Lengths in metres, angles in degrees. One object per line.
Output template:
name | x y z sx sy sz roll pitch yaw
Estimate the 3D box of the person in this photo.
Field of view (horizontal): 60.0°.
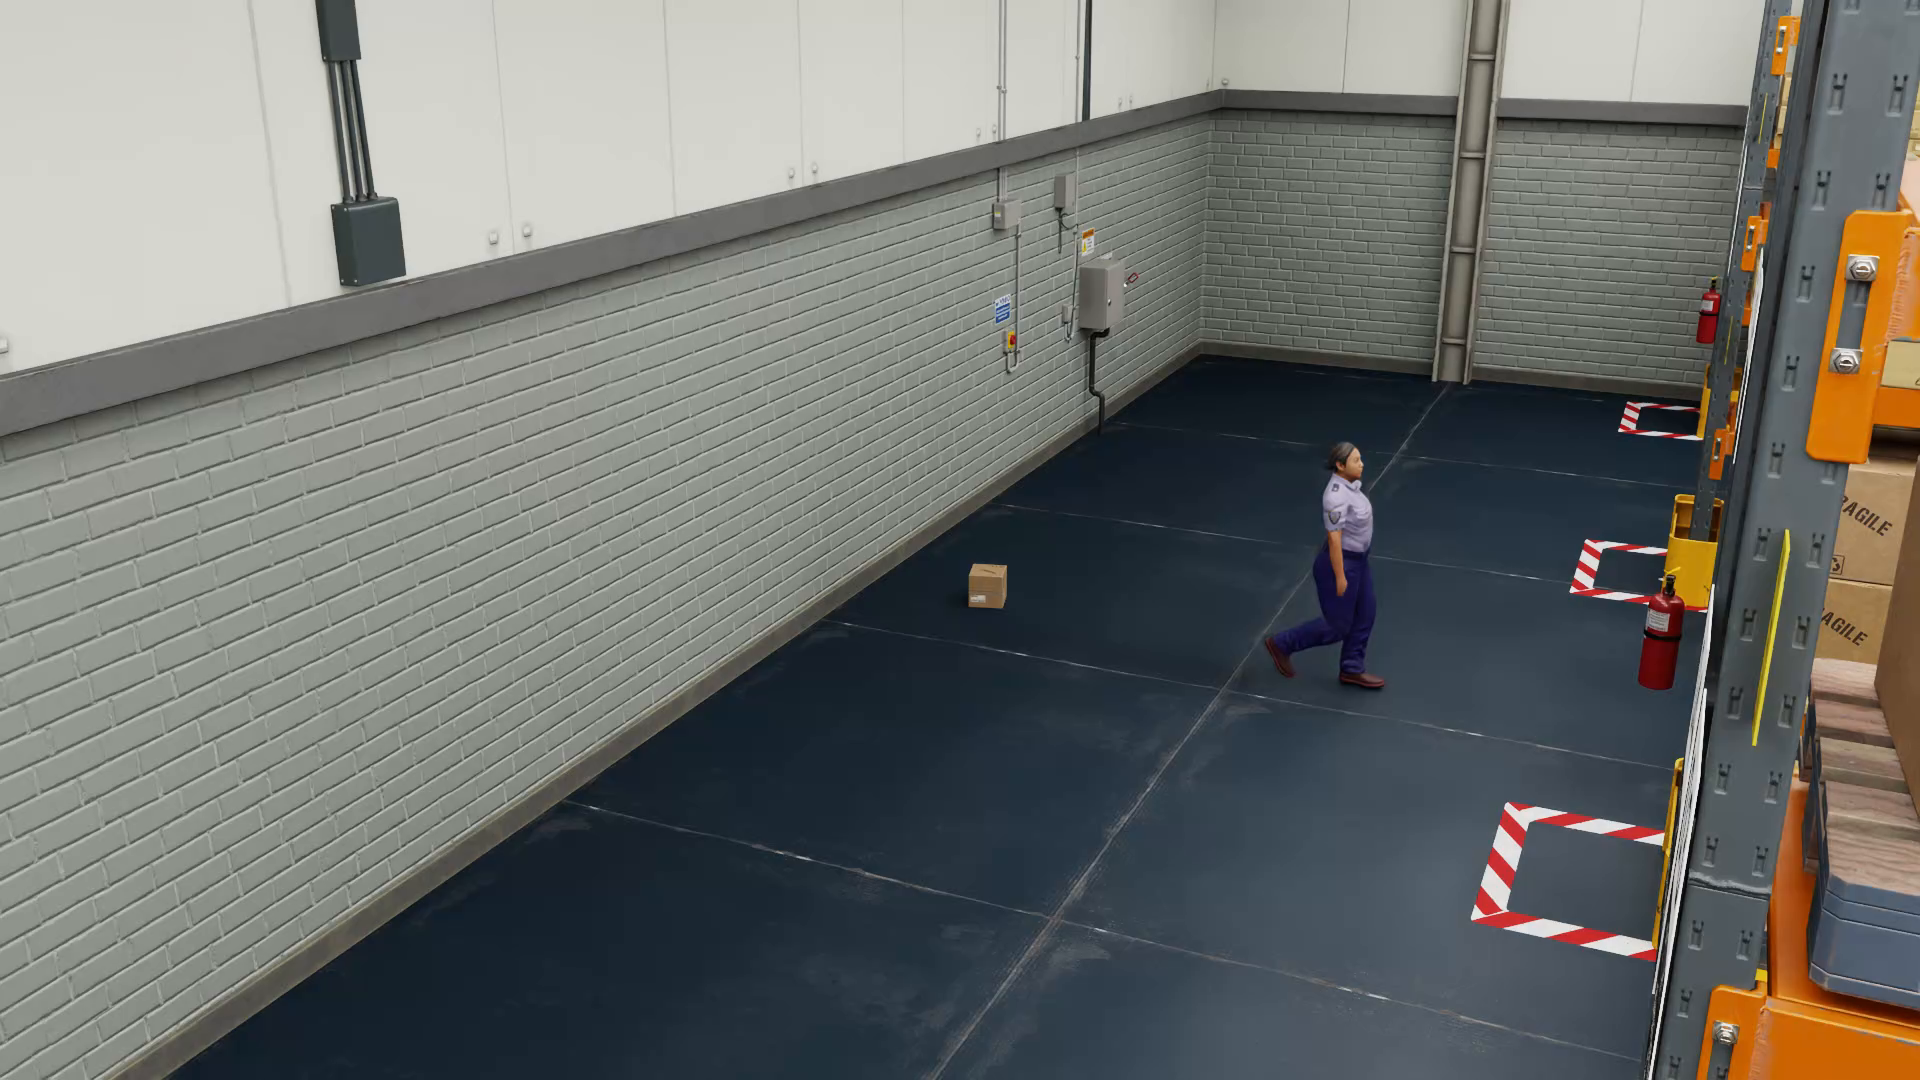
person | 2.380 0.161 10.598 0.752 1.620 0.473 8 21 22
